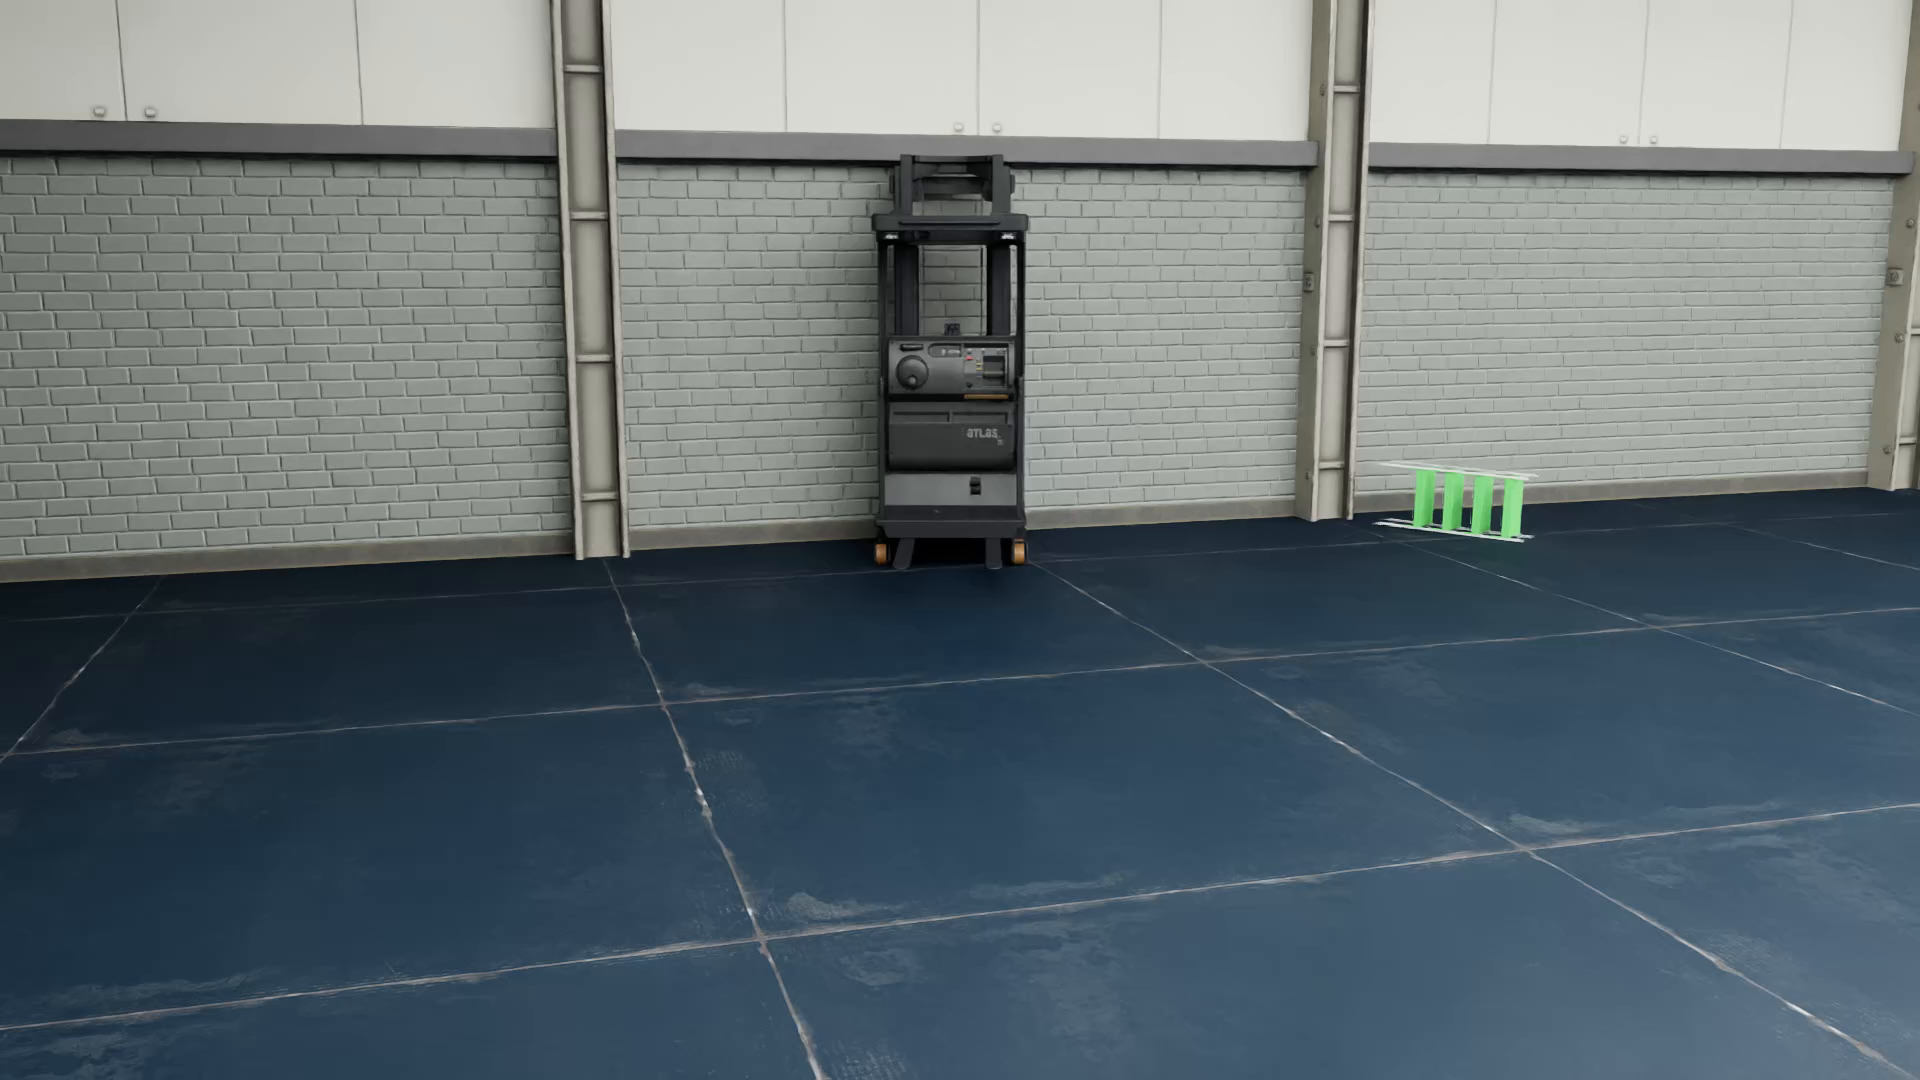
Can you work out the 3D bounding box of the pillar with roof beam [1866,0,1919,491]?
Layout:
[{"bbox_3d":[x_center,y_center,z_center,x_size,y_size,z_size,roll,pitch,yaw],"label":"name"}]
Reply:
[{"bbox_3d":[10.043,-4.173,10.860,0.400,9.000,9.100,-3,11,-16],"label":"pillar with roof beam"}]

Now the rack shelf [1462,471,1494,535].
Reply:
[{"bbox_3d":[4.130,-0.298,13.237,0.148,0.480,0.258,9,14,37],"label":"rack shelf"}]

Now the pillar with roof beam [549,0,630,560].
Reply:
[{"bbox_3d":[-1.479,-3.566,7.561,0.400,9.000,9.100,-3,11,-16],"label":"pillar with roof beam"}]

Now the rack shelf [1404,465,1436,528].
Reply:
[{"bbox_3d":[3.749,-0.358,13.524,0.148,0.480,0.258,9,14,37],"label":"rack shelf"}]

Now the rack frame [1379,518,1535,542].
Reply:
[{"bbox_3d":[3.987,-0.081,13.389,1.200,0.015,0.240,9,14,37],"label":"rack frame"}]

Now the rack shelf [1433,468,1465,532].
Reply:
[{"bbox_3d":[3.940,-0.328,13.380,0.148,0.480,0.258,9,14,37],"label":"rack shelf"}]

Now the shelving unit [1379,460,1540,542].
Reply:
[{"bbox_3d":[3.990,-0.320,13.342,1.200,0.503,0.258,9,14,37],"label":"shelving unit"}]

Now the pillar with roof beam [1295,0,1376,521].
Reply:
[{"bbox_3d":[4.282,-3.869,9.210,0.400,9.000,9.100,-3,11,-16],"label":"pillar with roof beam"}]

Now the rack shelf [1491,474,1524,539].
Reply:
[{"bbox_3d":[4.320,-0.268,13.093,0.148,0.480,0.258,9,14,37],"label":"rack shelf"}]

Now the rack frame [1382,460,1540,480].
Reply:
[{"bbox_3d":[3.993,-0.560,13.296,1.200,0.015,0.240,9,14,37],"label":"rack frame"}]

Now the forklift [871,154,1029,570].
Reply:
[{"bbox_3d":[-0.063,-1.311,12.073,1.130,2.935,3.031,0,10,1],"label":"forklift"}]
